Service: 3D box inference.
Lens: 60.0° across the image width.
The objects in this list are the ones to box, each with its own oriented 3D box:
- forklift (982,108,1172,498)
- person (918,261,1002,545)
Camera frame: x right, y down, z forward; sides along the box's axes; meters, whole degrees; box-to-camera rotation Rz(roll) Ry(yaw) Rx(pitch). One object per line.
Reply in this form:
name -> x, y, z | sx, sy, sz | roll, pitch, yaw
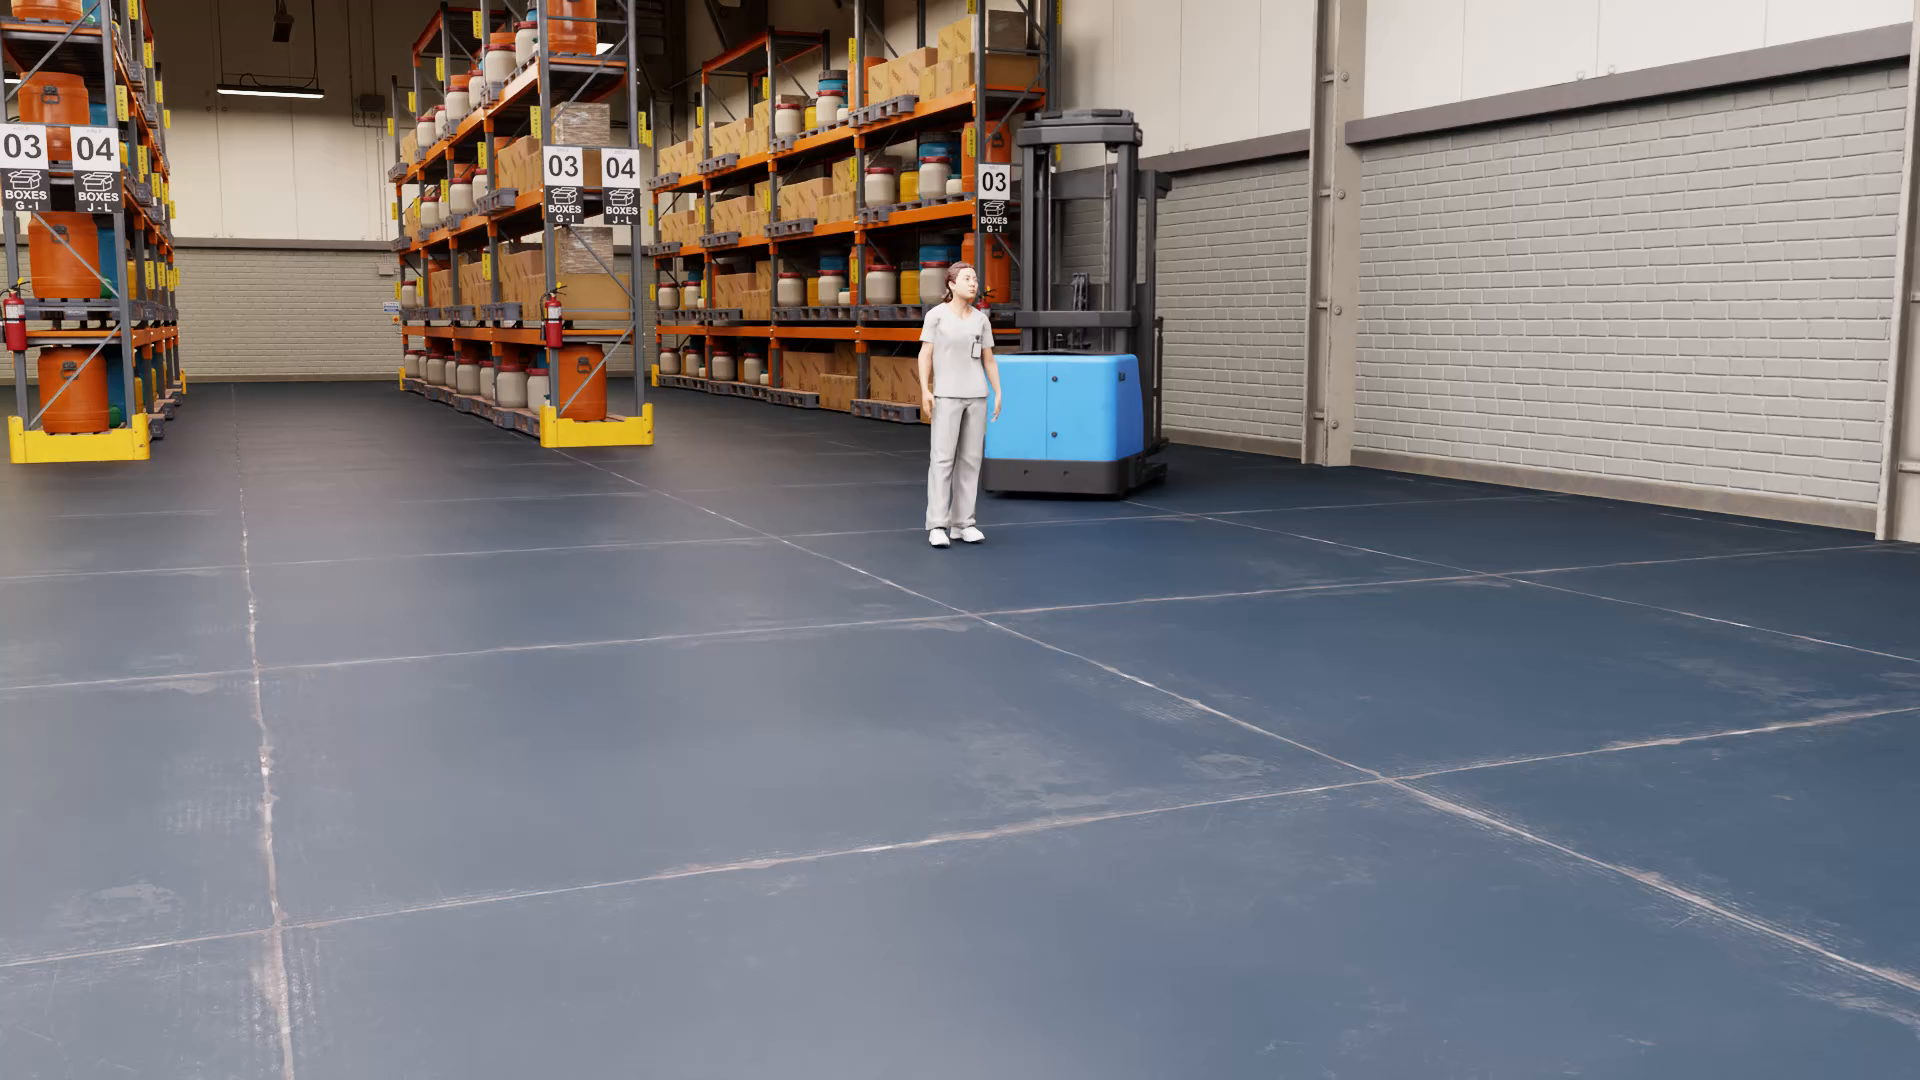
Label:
forklift -> 1.094, -1.923, 13.530 | 1.130, 2.935, 3.031 | 2, 8, 17
person -> 0.017, -0.829, 9.971 | 0.549, 1.675, 0.549 | -3, 8, -23
